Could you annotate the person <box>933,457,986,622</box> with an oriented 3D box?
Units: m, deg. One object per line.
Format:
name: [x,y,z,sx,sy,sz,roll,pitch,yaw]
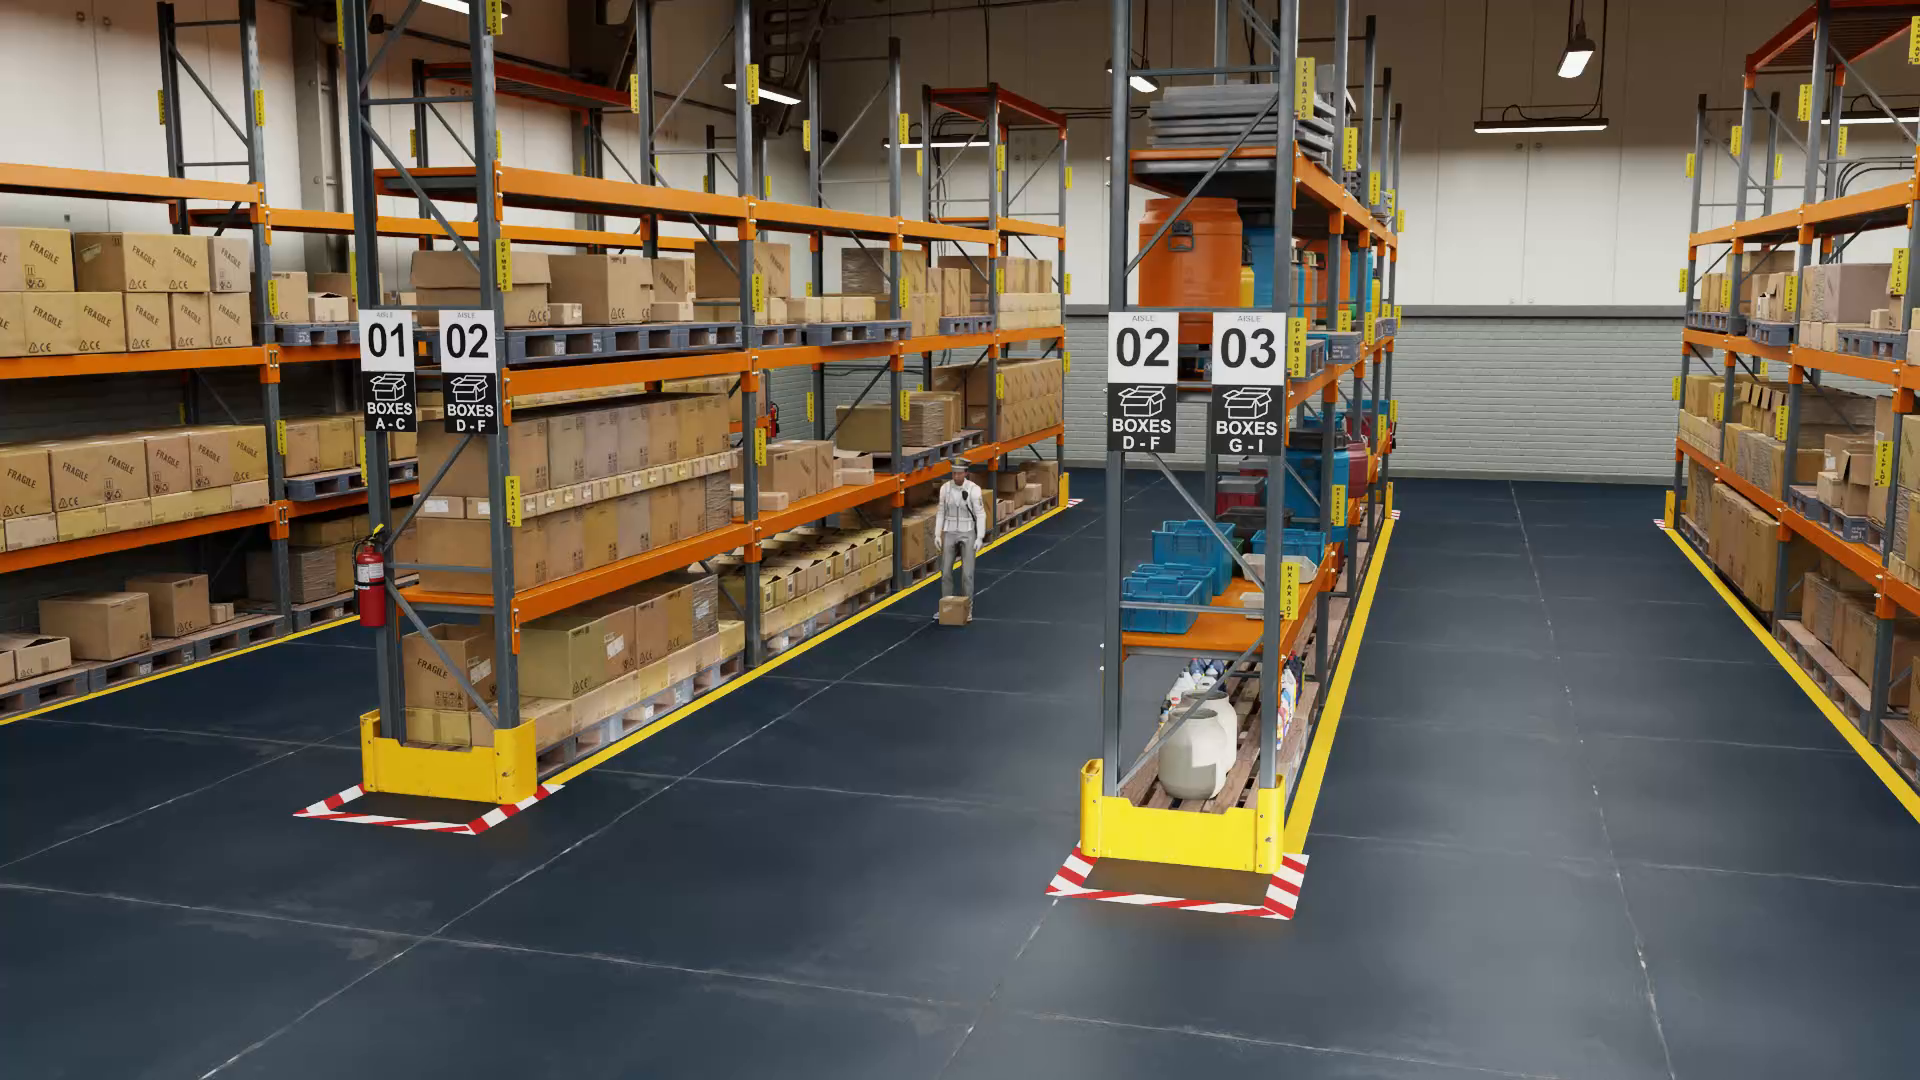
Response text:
person: [-0.006,-0.016,16.934,0.529,1.664,0.403,3,9,17]
